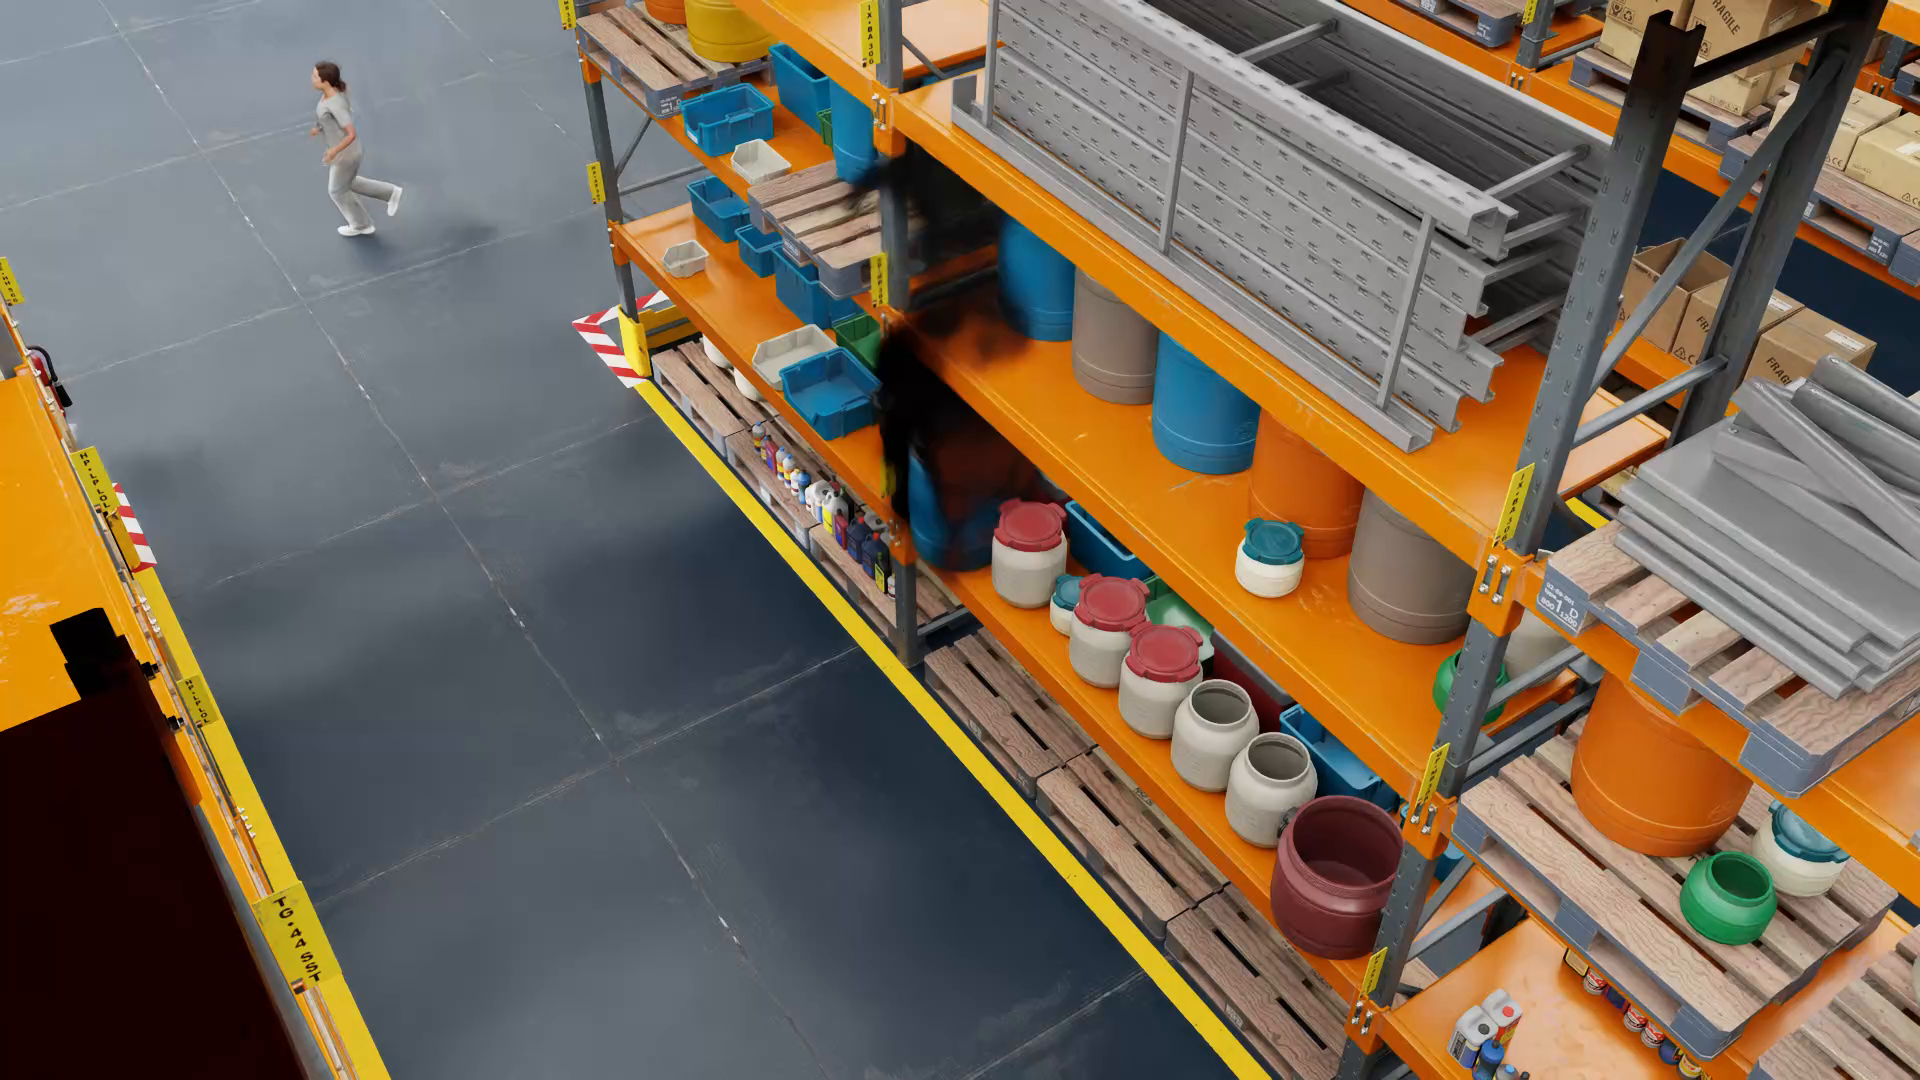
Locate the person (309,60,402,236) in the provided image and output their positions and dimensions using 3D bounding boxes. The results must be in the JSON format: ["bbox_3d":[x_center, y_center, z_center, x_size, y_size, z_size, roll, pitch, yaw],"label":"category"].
[{"bbox_3d":[-5.183,-3.322,14.177,0.636,1.613,0.542,-11,44,-12],"label":"person"}]
